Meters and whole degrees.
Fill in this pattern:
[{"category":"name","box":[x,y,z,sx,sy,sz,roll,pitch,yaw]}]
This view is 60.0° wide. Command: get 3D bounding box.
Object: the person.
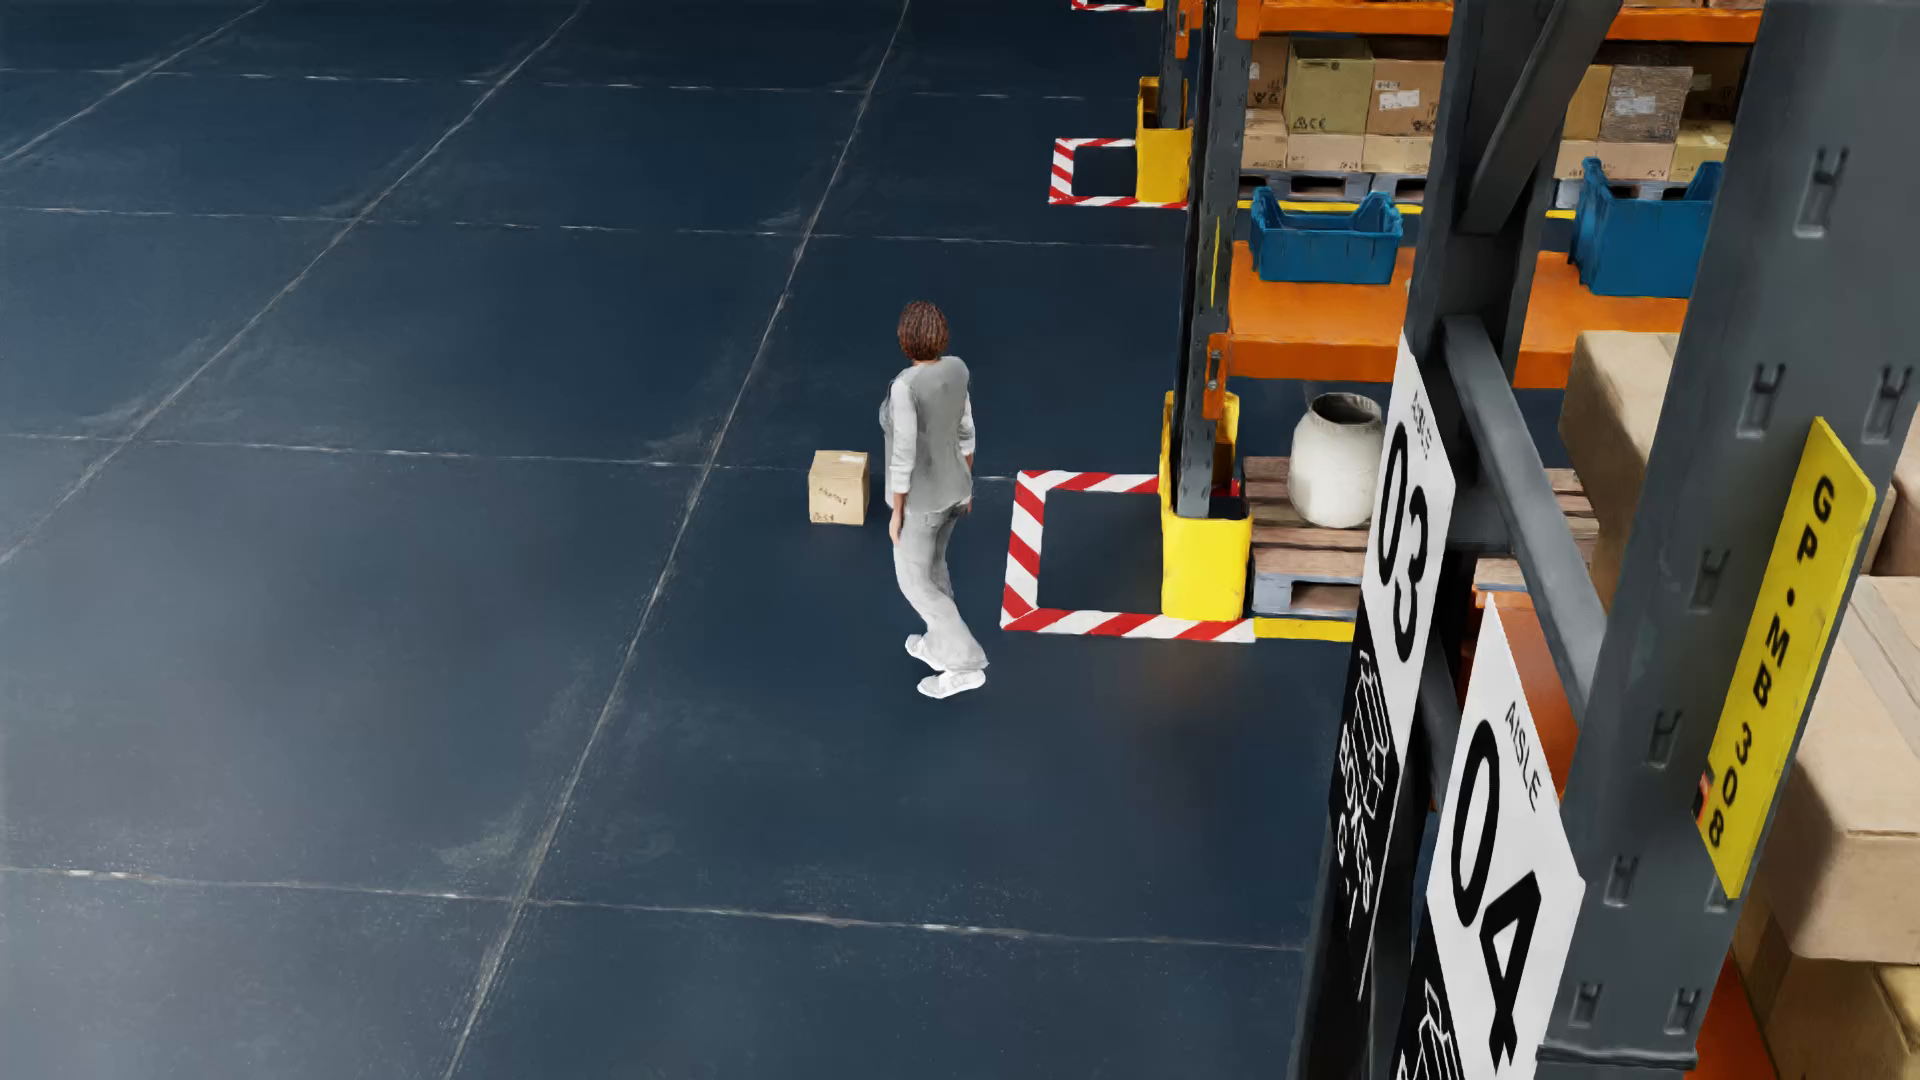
[{"category":"person","box":[-0.065,-0.134,6.360,0.502,1.588,0.459,23,39,32]}]
